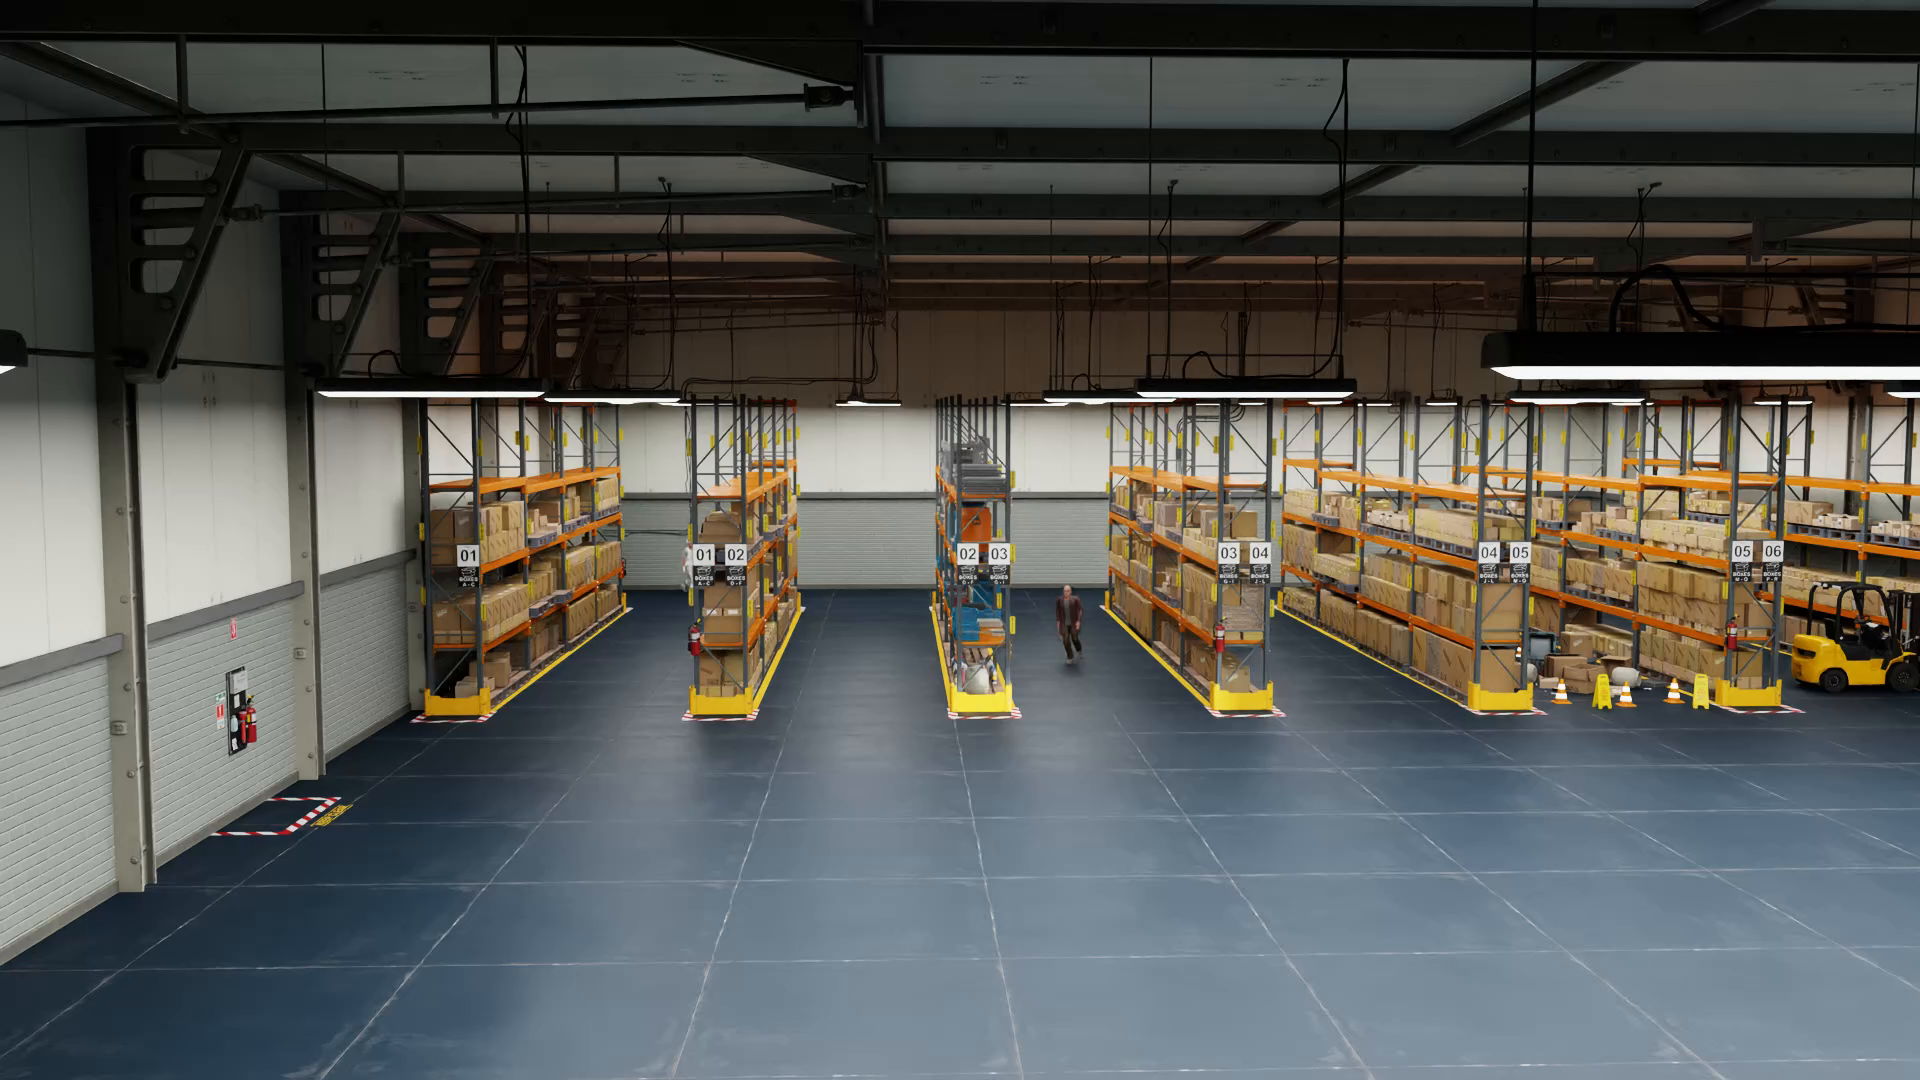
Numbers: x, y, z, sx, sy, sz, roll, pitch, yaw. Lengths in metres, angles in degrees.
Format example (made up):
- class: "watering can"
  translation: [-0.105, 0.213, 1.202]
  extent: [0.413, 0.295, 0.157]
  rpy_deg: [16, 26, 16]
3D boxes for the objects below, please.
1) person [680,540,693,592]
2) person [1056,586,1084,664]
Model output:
- class: "person"
  translation: [-8.293, 0.818, 51.034]
  extent: [0.886, 1.766, 0.547]
  rpy_deg: [3, 6, 36]
- class: "person"
  translation: [2.486, 1.890, 37.616]
  extent: [0.643, 1.765, 0.682]
  rpy_deg: [1, 5, 16]
